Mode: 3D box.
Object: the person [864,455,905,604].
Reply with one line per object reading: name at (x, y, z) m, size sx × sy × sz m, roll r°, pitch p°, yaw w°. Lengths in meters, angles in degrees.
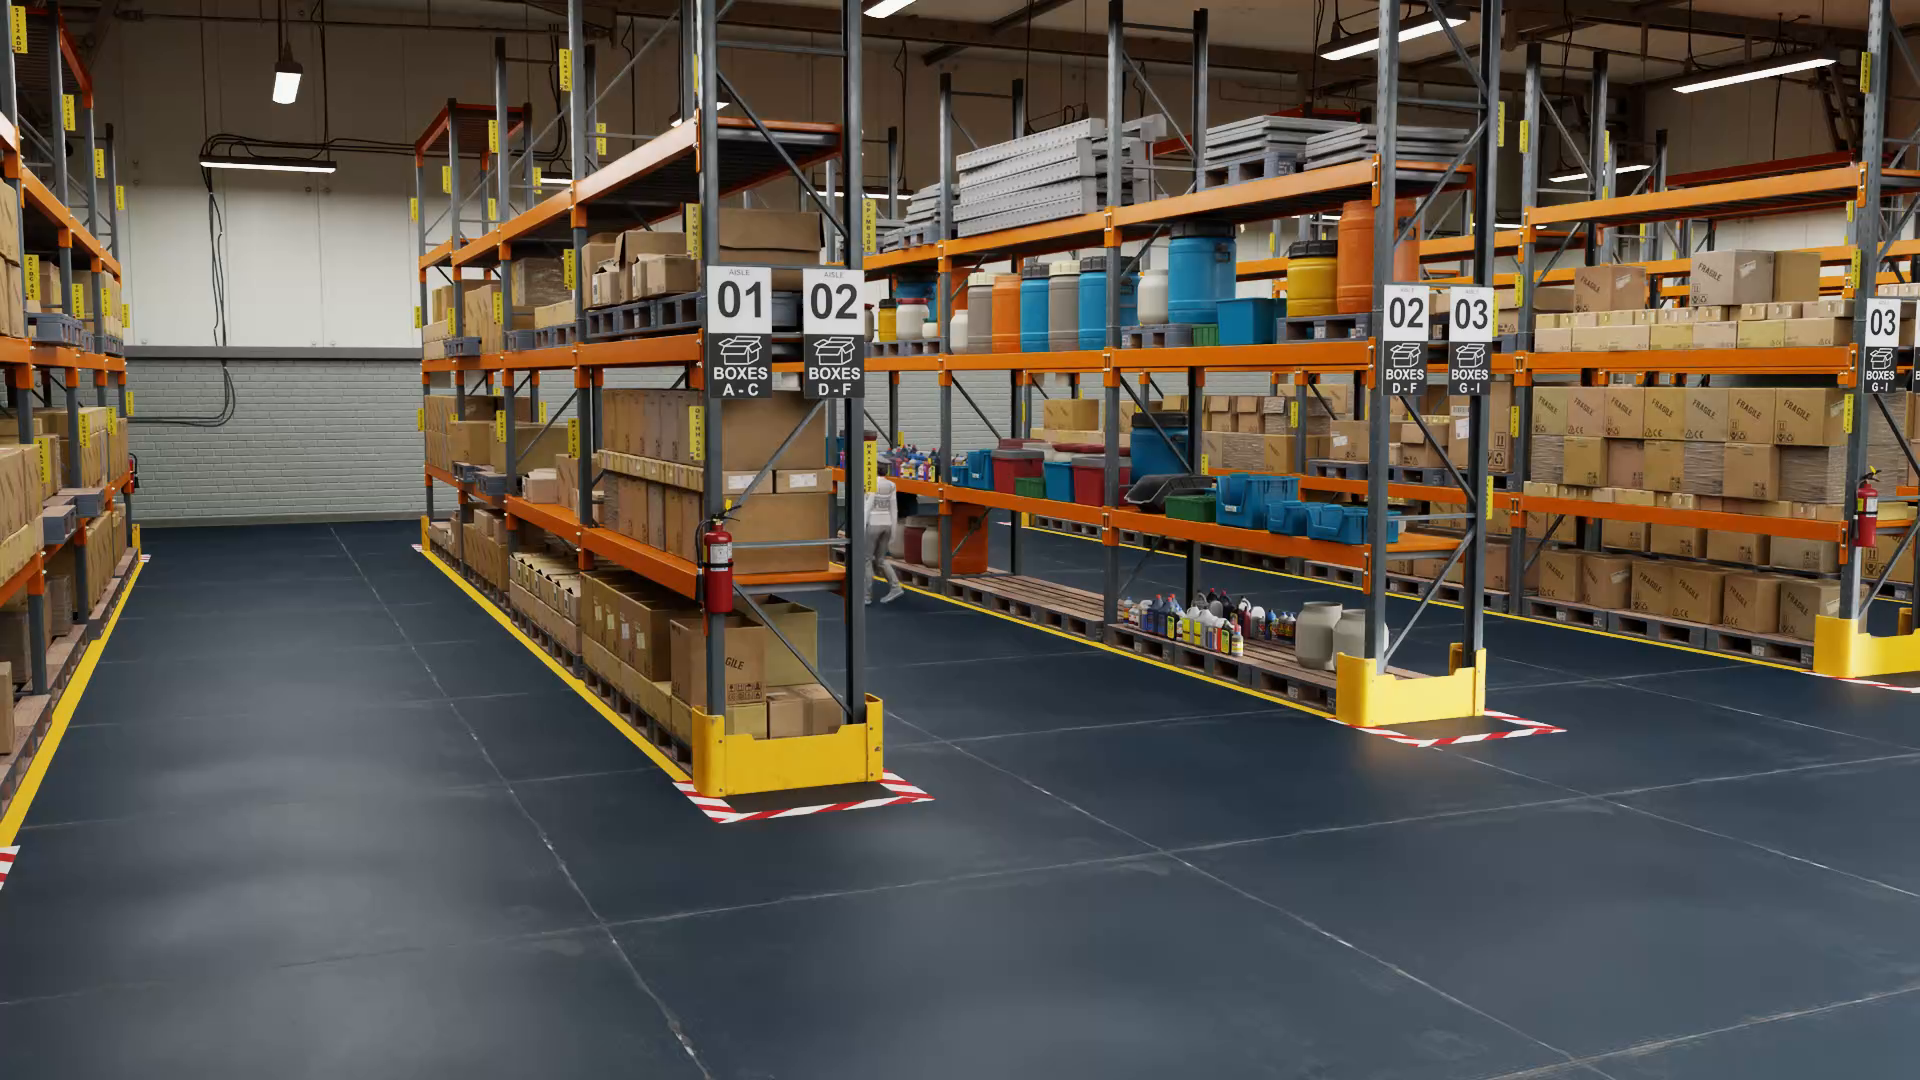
person at (-0.964, -0.120, 18.675) m, size 0.578 × 1.672 × 0.526 m, roll 5°, pitch 7°, yaw 42°
